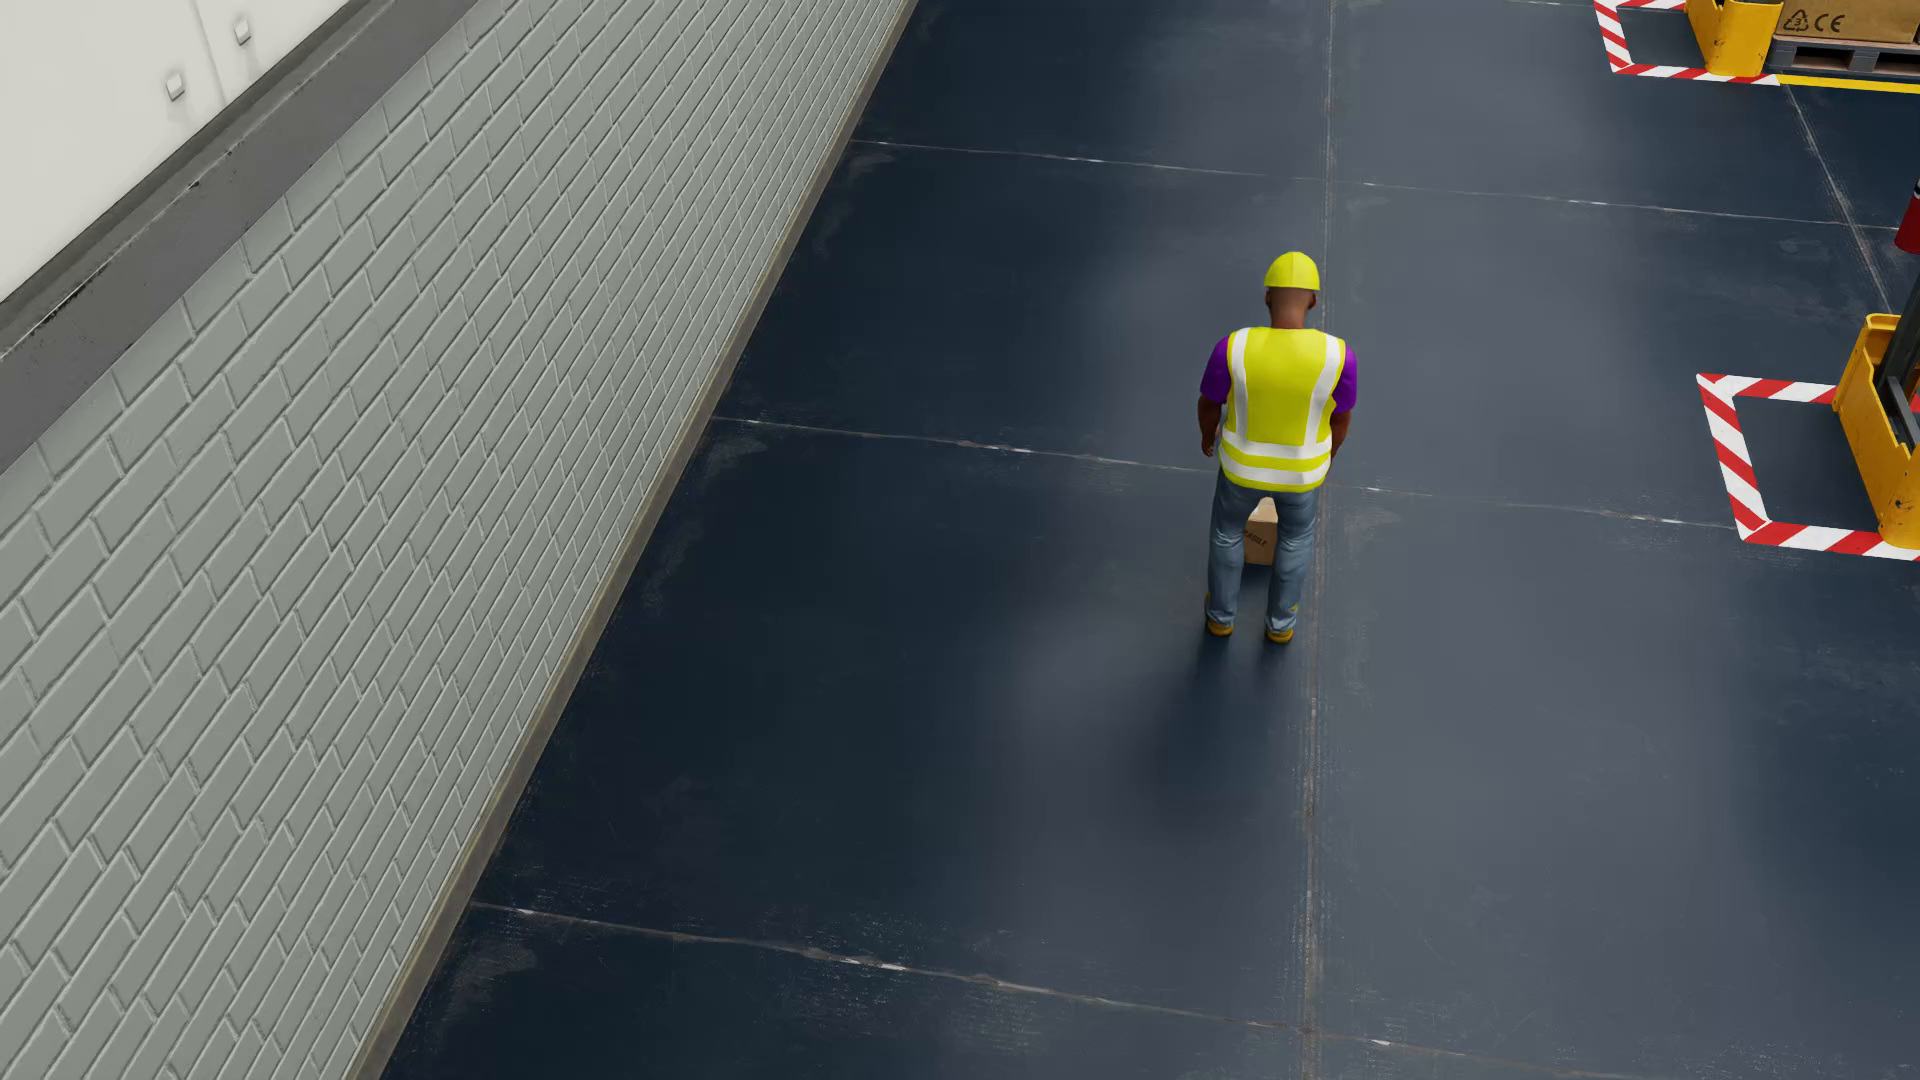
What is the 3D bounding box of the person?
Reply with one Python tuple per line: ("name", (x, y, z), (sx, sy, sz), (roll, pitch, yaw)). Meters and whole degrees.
("person", (1.214, -0.333, 6.564), (0.588, 1.725, 0.438), (7, 41, 9))
